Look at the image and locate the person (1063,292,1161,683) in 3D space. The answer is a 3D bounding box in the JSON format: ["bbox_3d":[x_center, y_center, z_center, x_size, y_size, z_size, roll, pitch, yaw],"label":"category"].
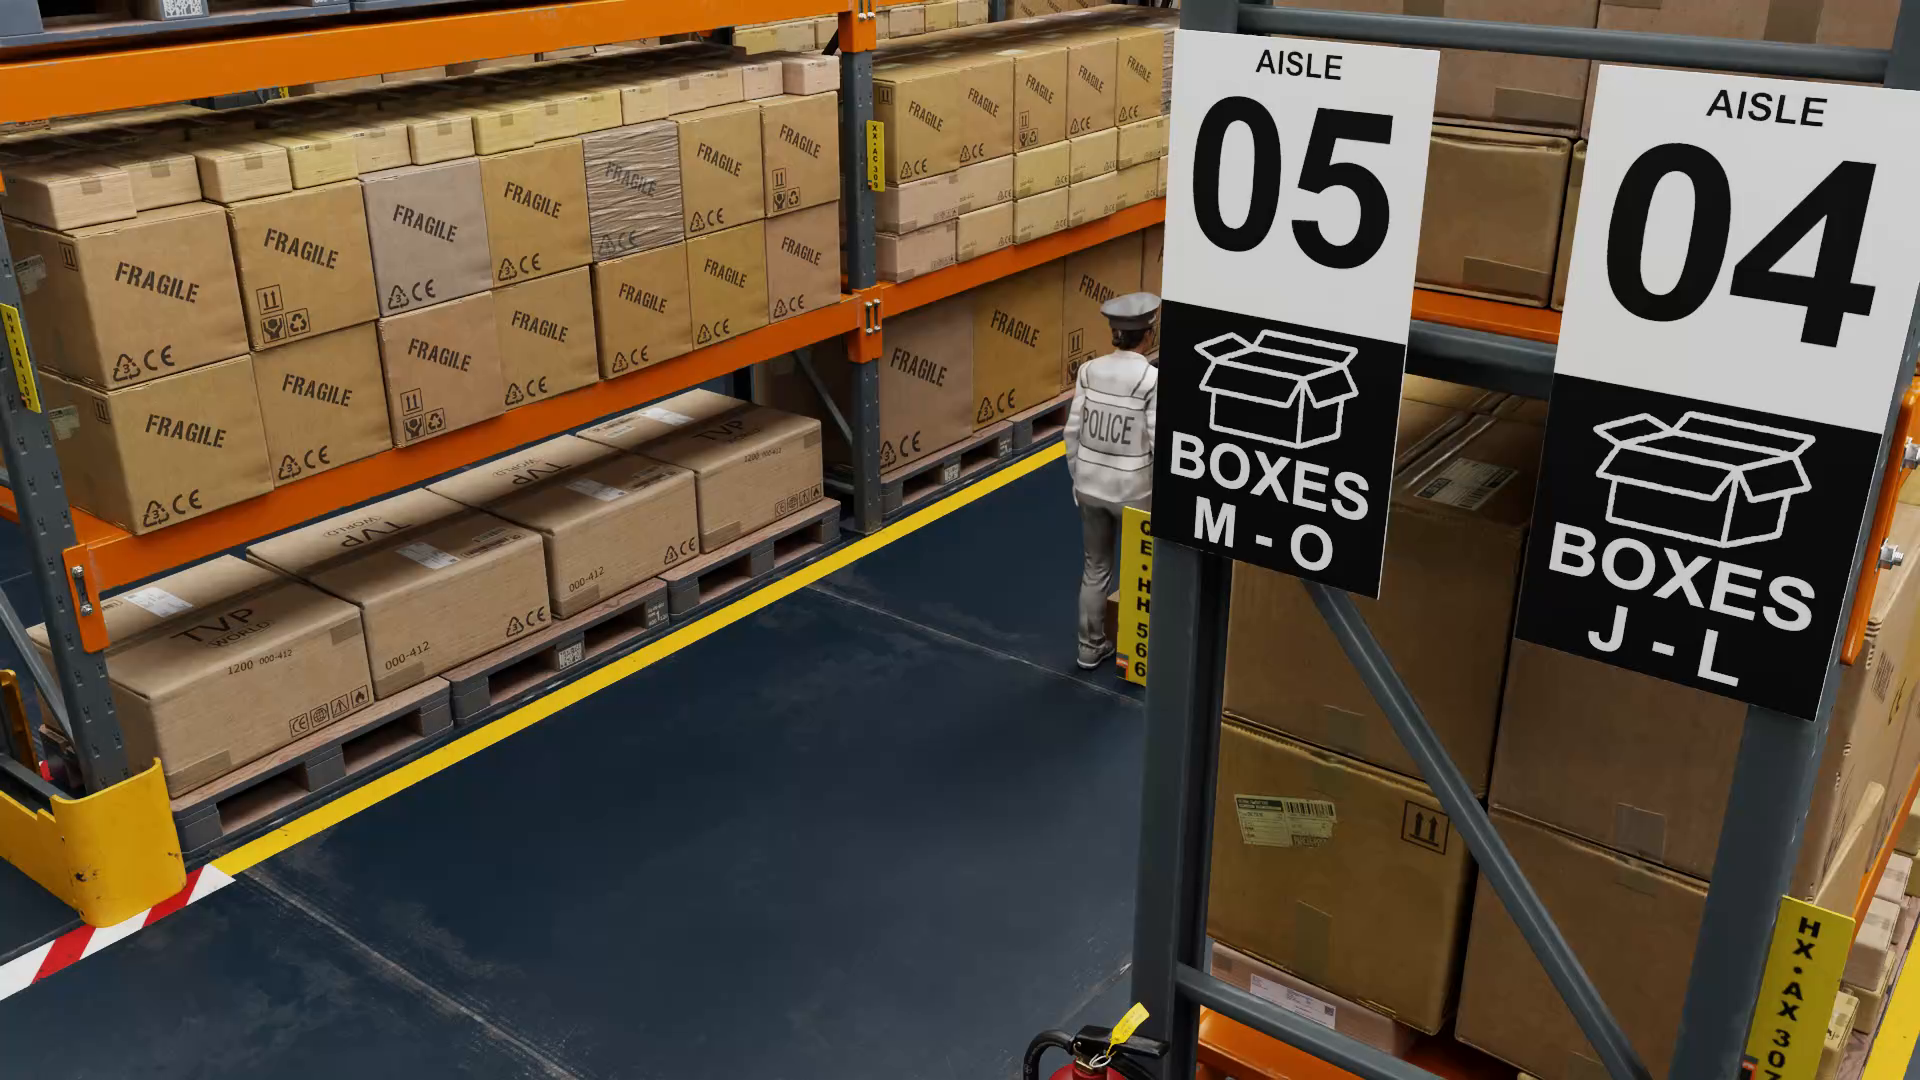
[{"bbox_3d":[0.688,-0.205,7.062,0.532,1.663,0.378,16,29,33],"label":"person"}]
